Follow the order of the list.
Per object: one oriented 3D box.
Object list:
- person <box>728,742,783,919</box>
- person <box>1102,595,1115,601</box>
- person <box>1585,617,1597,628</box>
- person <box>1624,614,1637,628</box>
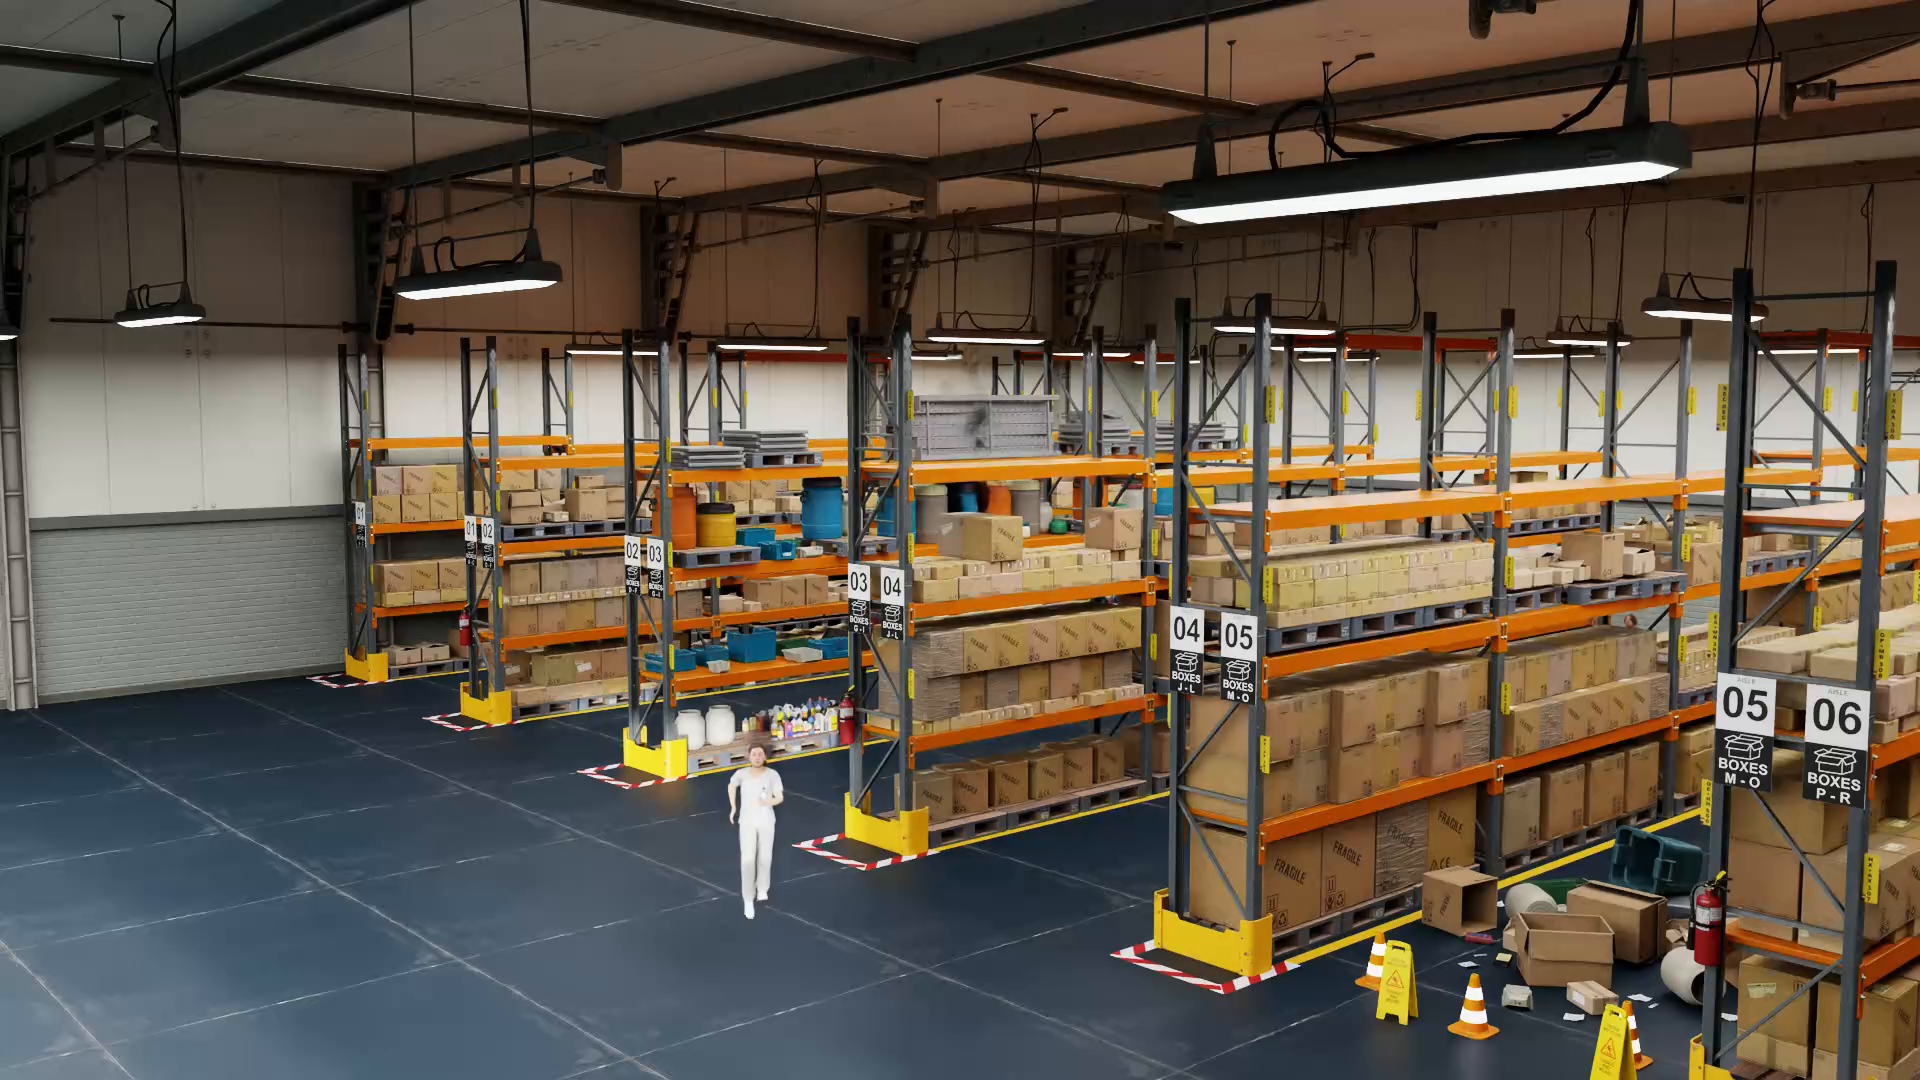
[{"bbox_3d":[-2.023,2.941,16.521,0.534,1.550,0.738,-1,5,-9],"label":"person"},{"bbox_3d":[2.799,1.355,32.376,0.680,1.812,1.002,4,6,36],"label":"person"},{"bbox_3d":[9.971,1.980,26.167,0.647,1.683,0.678,5,7,44],"label":"person"},{"bbox_3d":[10.859,1.983,26.998,0.569,1.572,0.551,4,6,37],"label":"person"}]
